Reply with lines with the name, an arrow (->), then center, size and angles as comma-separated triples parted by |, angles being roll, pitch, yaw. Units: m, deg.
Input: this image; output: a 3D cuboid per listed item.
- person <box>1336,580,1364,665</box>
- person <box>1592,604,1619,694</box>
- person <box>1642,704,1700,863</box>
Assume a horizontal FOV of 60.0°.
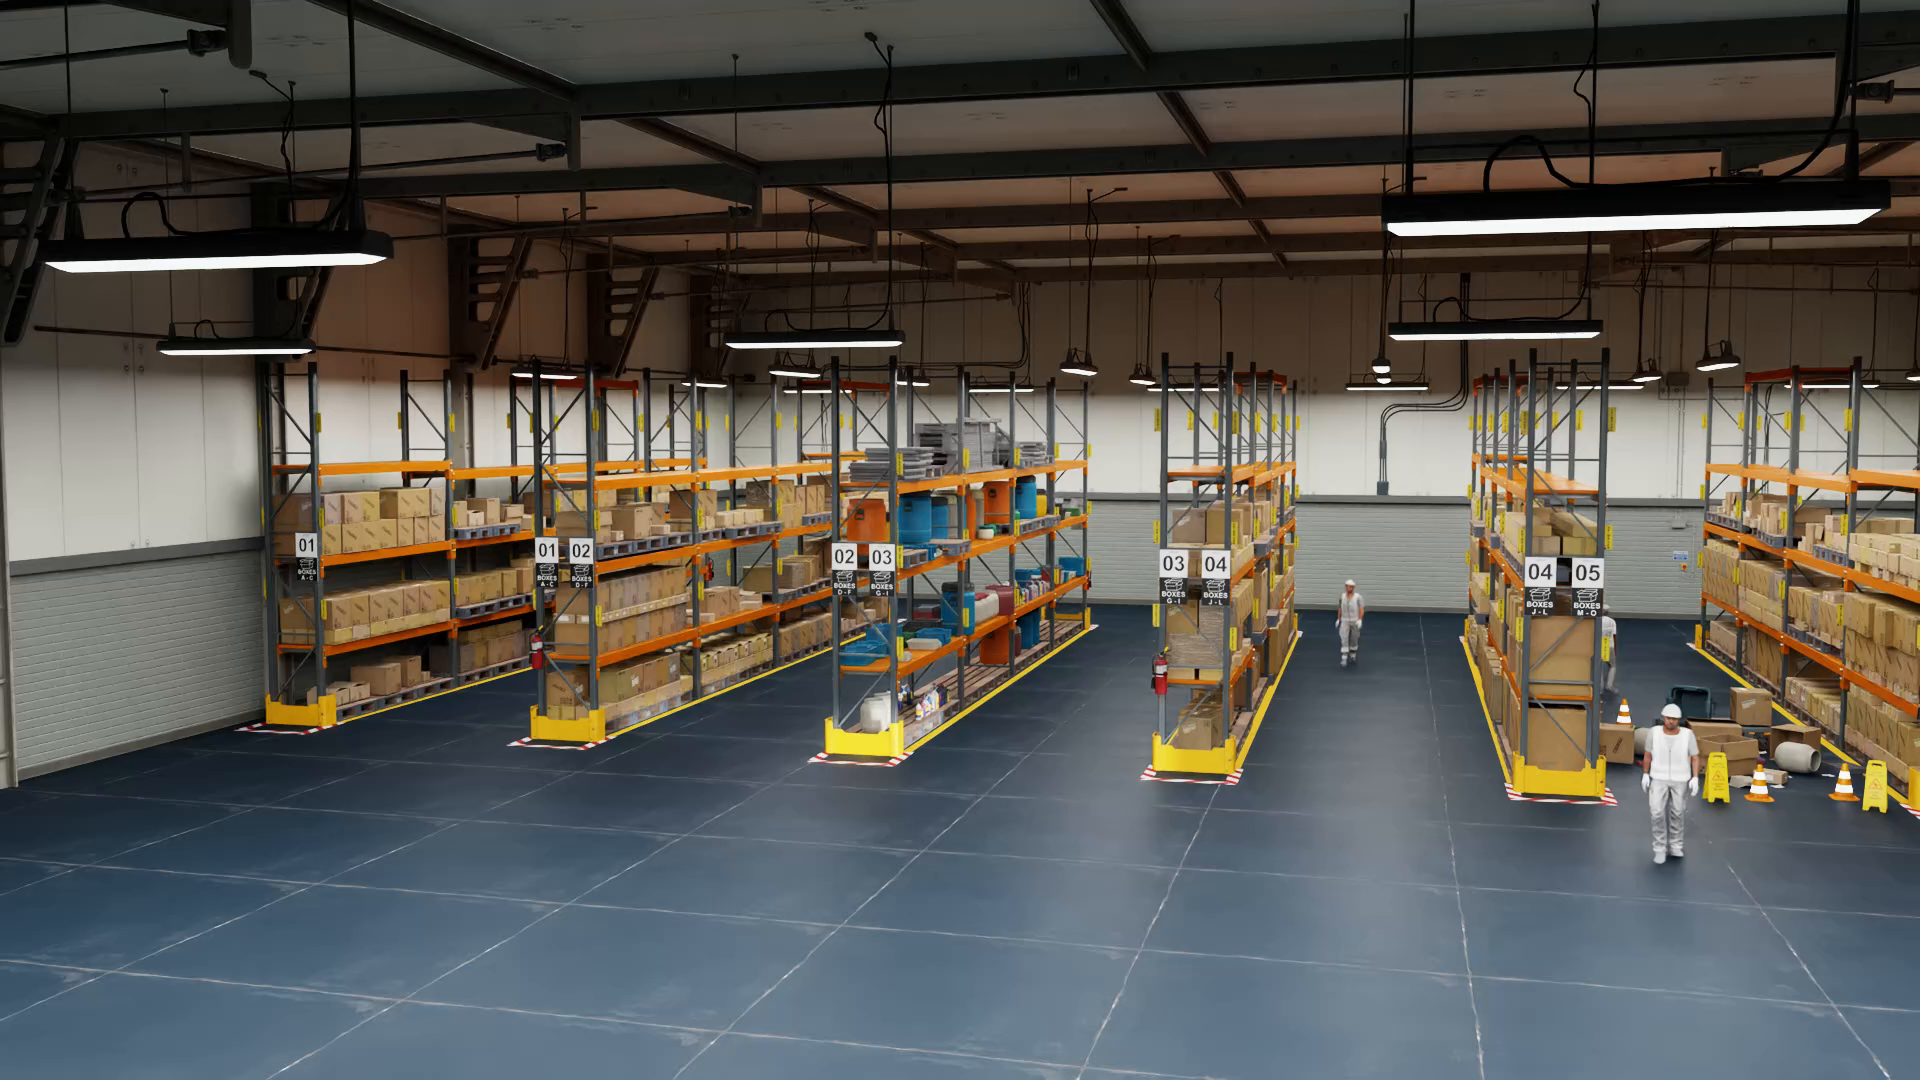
person -> 8.055, 1.688, 34.369 | 0.576, 1.724, 1.034 | 1, 4, 16
person -> 11.874, 2.020, 30.630 | 0.500, 1.671, 0.521 | 1, 4, 13
person -> 8.147, 2.791, 19.068 | 0.610, 1.840, 0.531 | 2, 4, 25
